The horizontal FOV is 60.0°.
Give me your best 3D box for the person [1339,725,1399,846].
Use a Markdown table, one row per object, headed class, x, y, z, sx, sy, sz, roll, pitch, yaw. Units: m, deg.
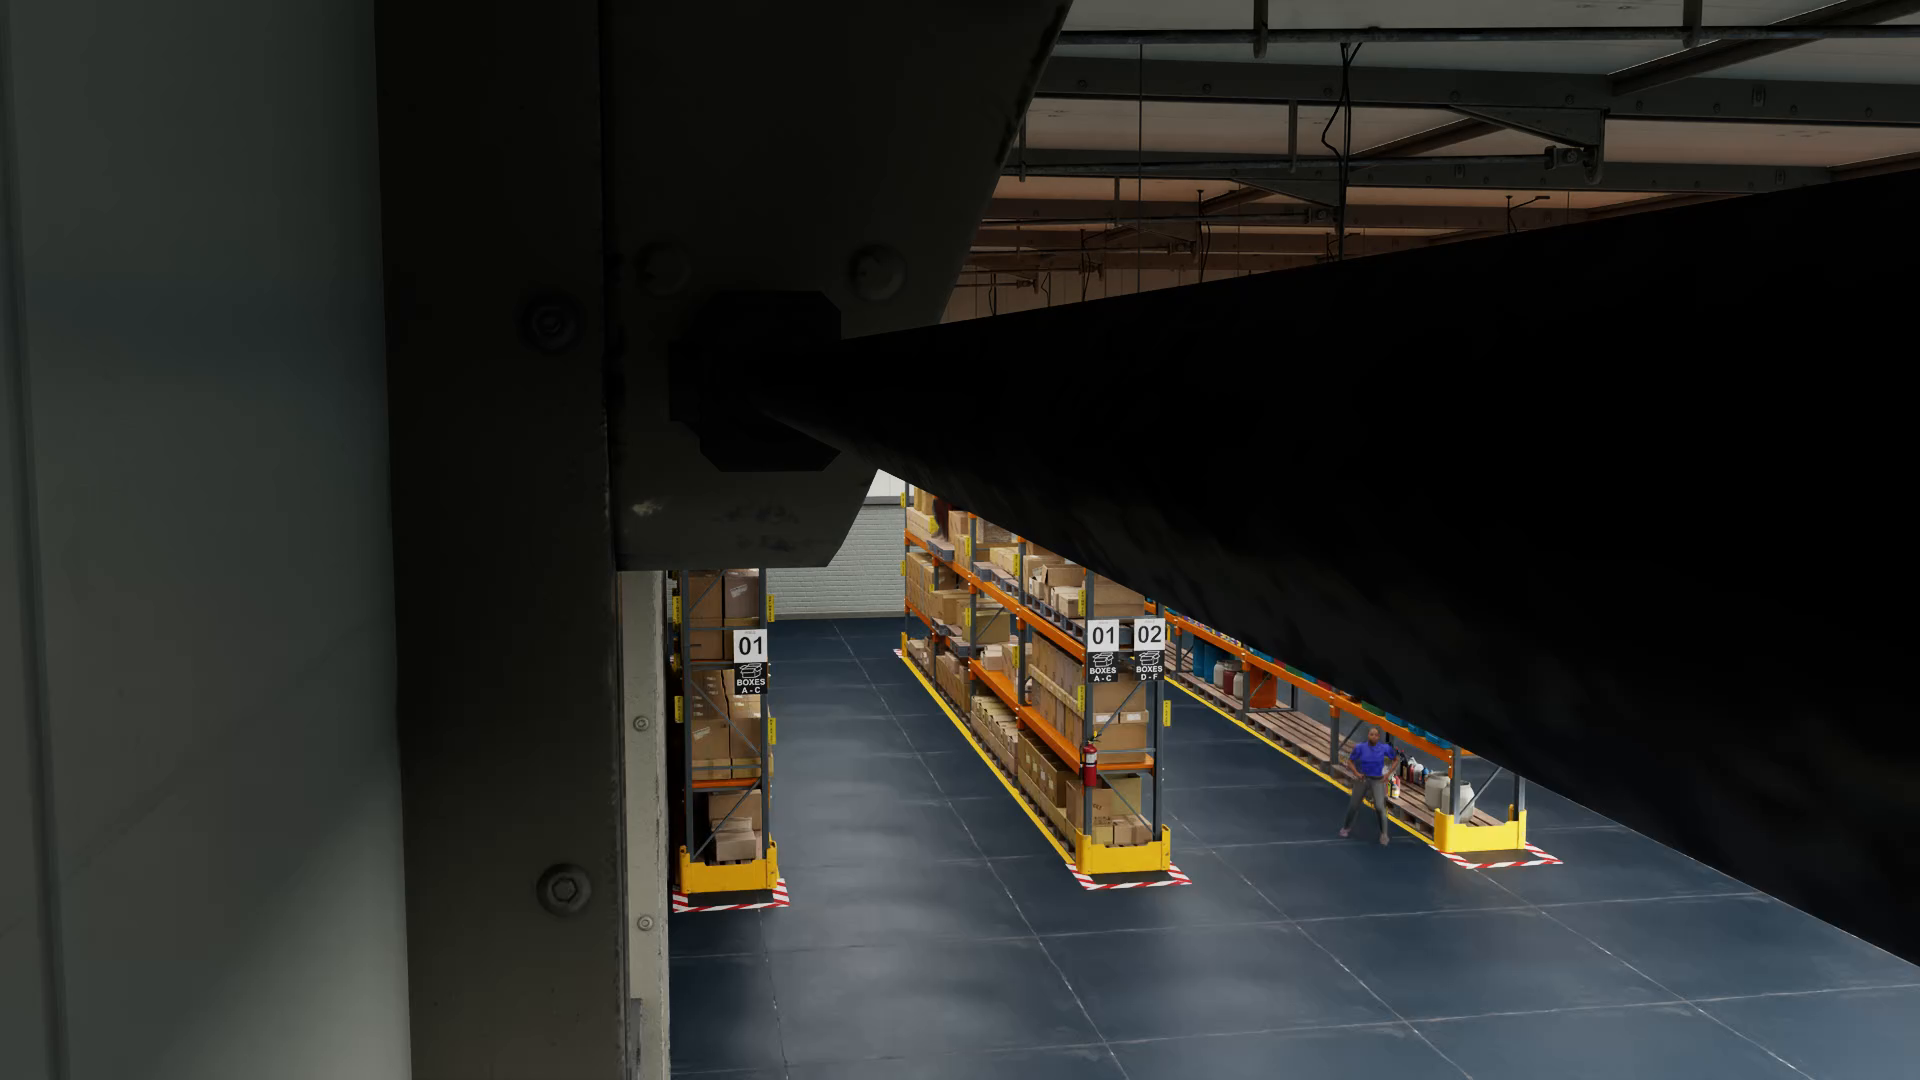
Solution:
| class | x | y | z | sx | sy | sz | roll | pitch | yaw |
| --- | --- | --- | --- | --- | --- | --- | --- | --- | --- |
| person | 5.465 | 3.249 | 22.195 | 0.752 | 1.600 | 0.677 | 1 | 6 | 12 |
